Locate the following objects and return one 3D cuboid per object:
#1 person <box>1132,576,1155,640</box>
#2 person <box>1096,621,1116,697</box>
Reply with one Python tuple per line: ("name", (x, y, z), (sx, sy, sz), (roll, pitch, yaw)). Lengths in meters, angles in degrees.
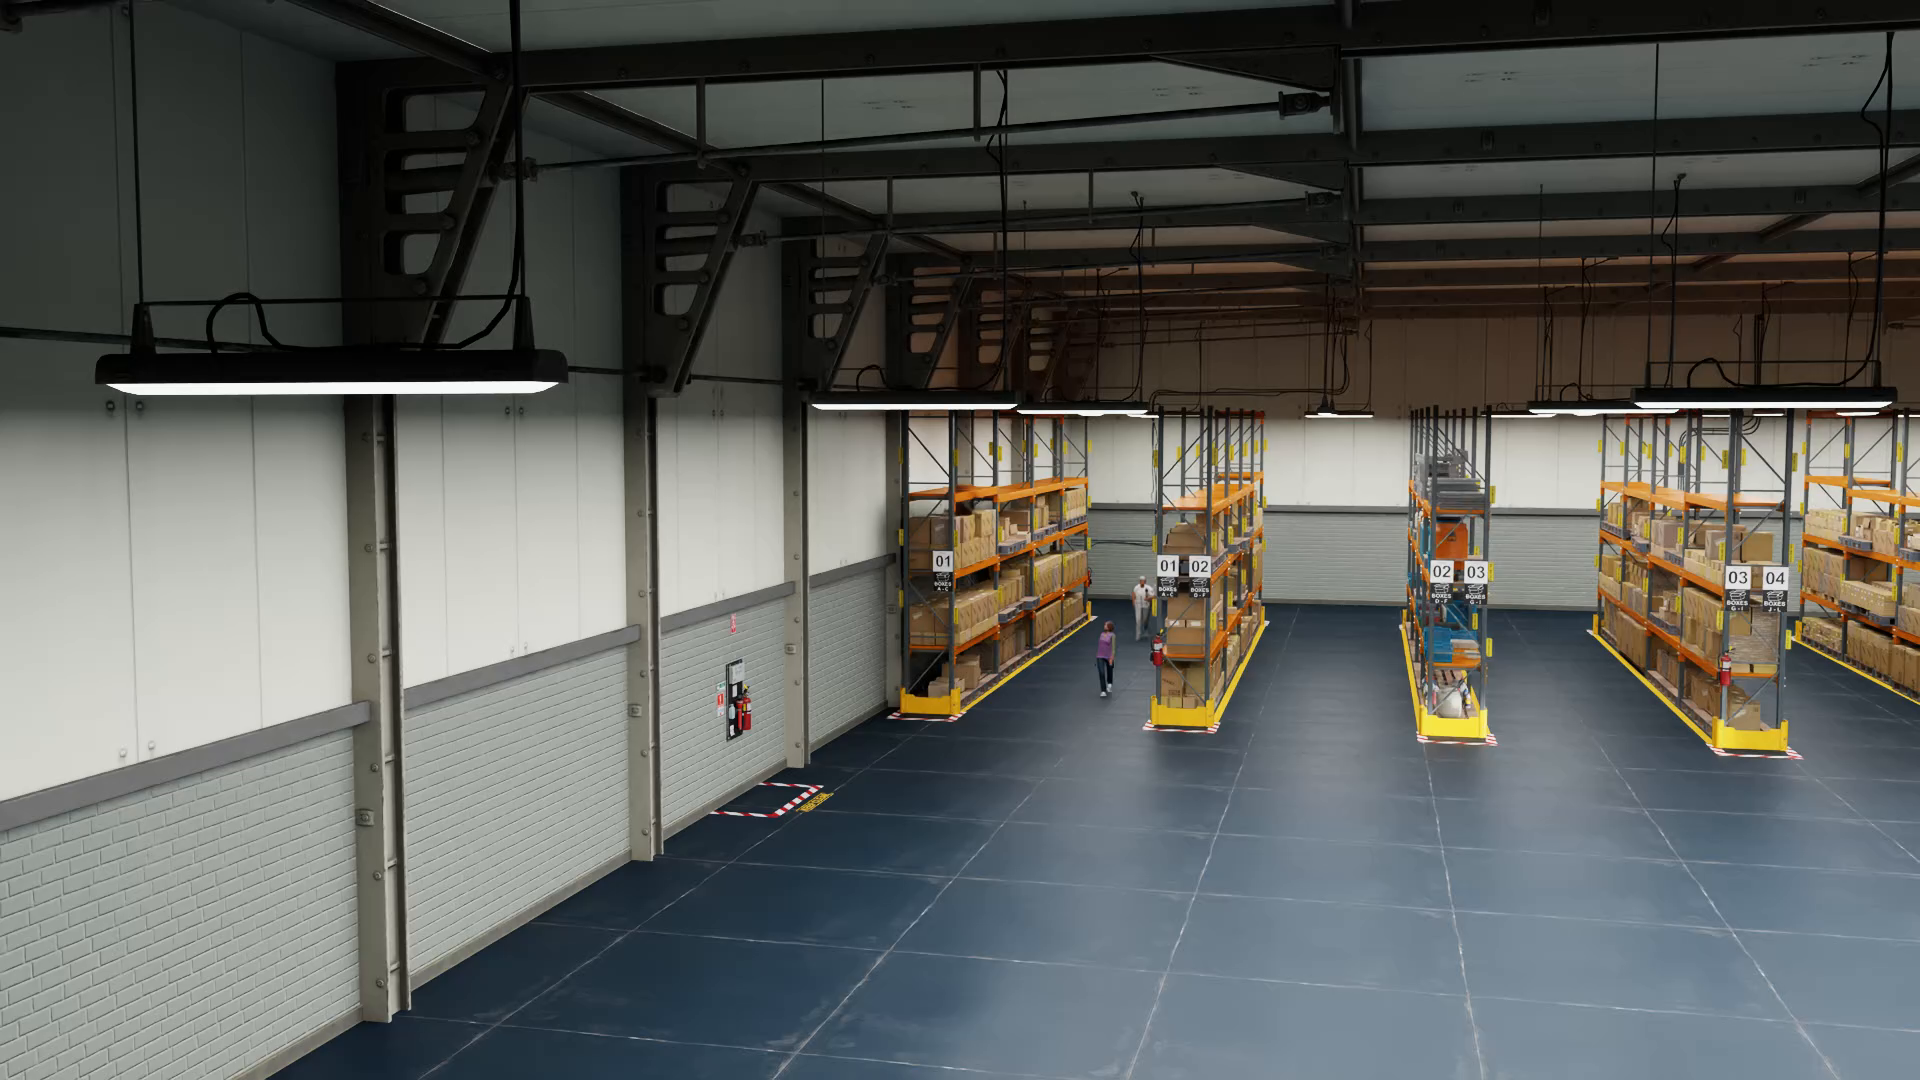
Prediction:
("person", (4.785, 1.760, 43.501), (0.624, 1.612, 1.007), (1, 4, 13))
("person", (3.034, 2.458, 34.579), (0.418, 1.537, 0.703), (0, 4, 6))
